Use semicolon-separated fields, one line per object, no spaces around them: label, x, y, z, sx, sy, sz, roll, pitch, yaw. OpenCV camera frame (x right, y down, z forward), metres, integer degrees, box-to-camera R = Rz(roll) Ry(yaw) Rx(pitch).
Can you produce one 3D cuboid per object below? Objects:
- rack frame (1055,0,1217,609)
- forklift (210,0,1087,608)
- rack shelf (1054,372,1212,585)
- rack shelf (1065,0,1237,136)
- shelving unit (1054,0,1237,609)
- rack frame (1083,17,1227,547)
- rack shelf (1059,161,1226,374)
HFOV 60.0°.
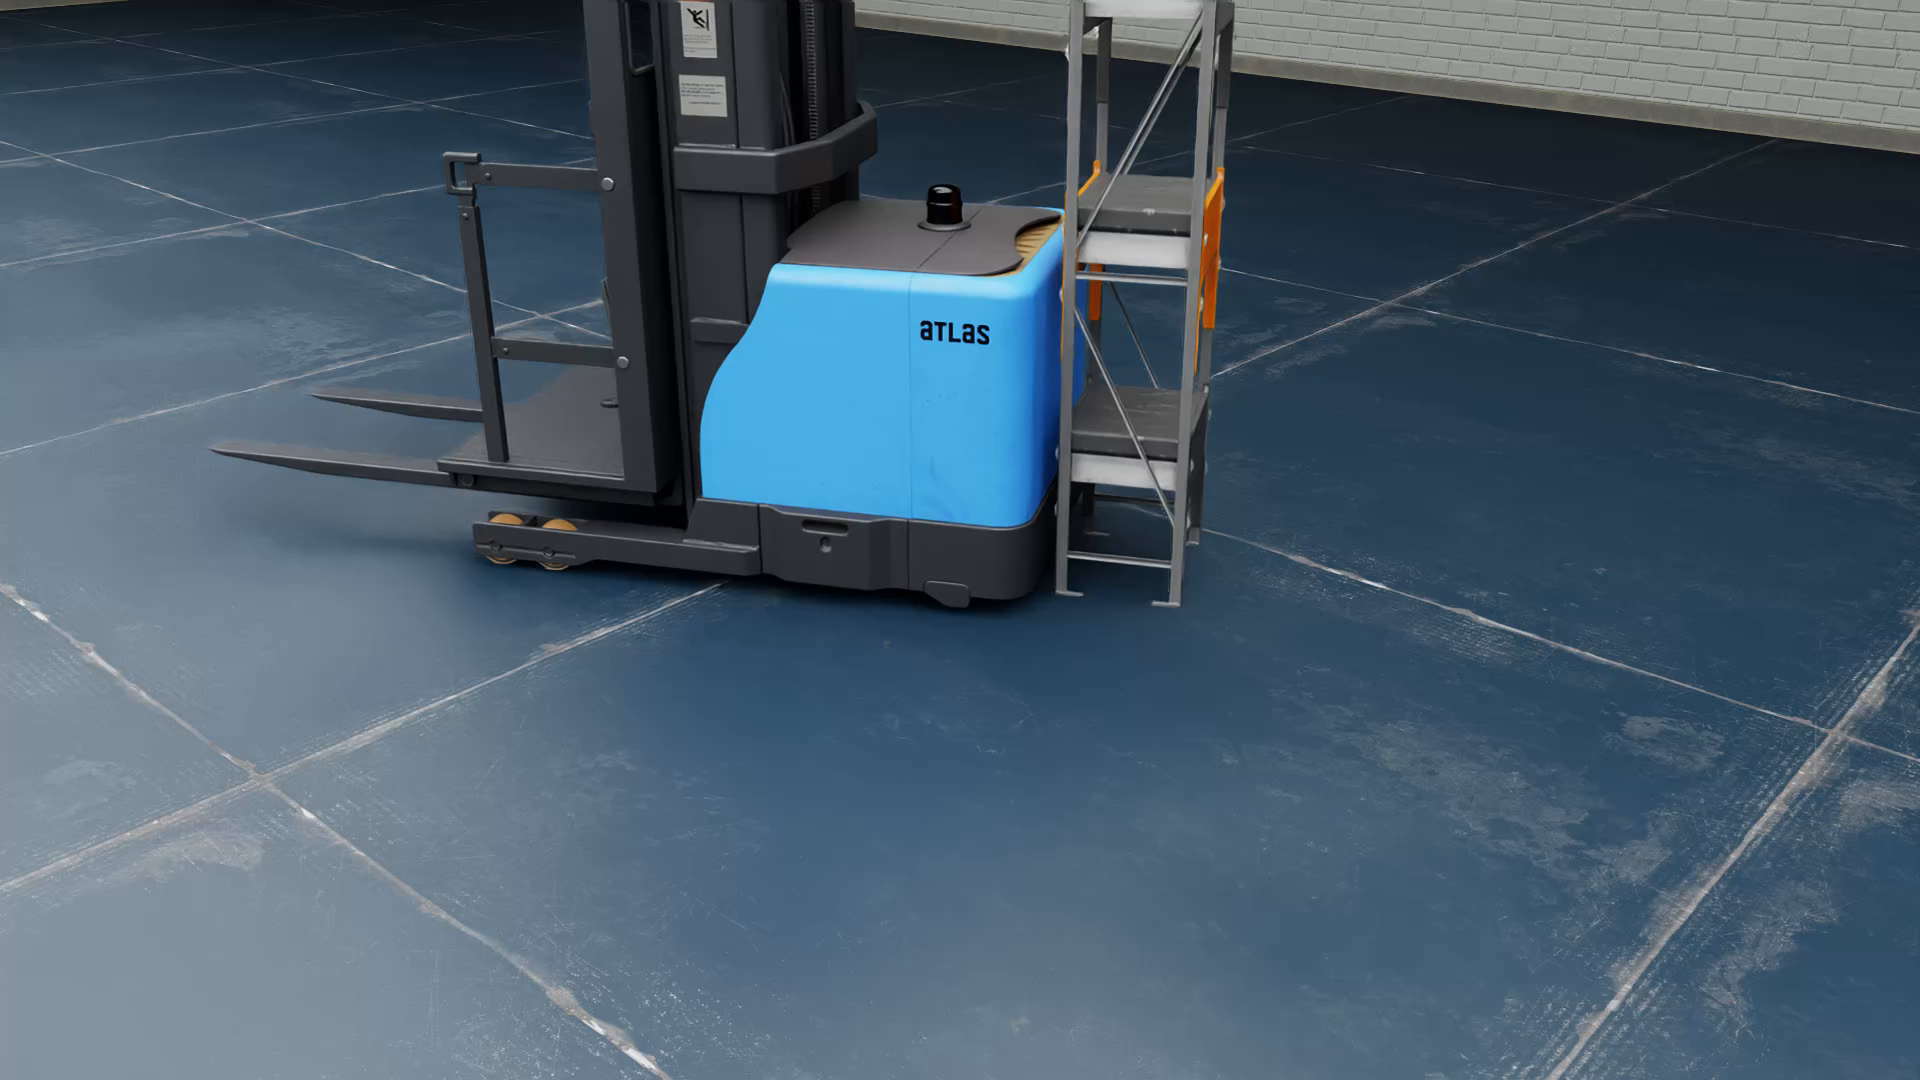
rack frame;0.503;-0.763;4.886;0.400;2.100;0.015;6;25;13
forklift;-1.130;-1.437;5.373;3.031;2.935;1.130;6;25;13
rack shelf;0.564;-0.209;5.394;0.431;0.518;0.480;6;25;13
rack shelf;0.564;-1.486;4.821;0.431;0.518;0.480;6;25;13
shelving unit;0.564;-0.860;5.102;0.431;2.100;0.503;6;25;13
rack frame;0.624;-0.957;5.317;0.400;2.100;0.015;6;25;13
rack shelf;0.564;-0.848;5.107;0.431;0.518;0.480;6;25;13
